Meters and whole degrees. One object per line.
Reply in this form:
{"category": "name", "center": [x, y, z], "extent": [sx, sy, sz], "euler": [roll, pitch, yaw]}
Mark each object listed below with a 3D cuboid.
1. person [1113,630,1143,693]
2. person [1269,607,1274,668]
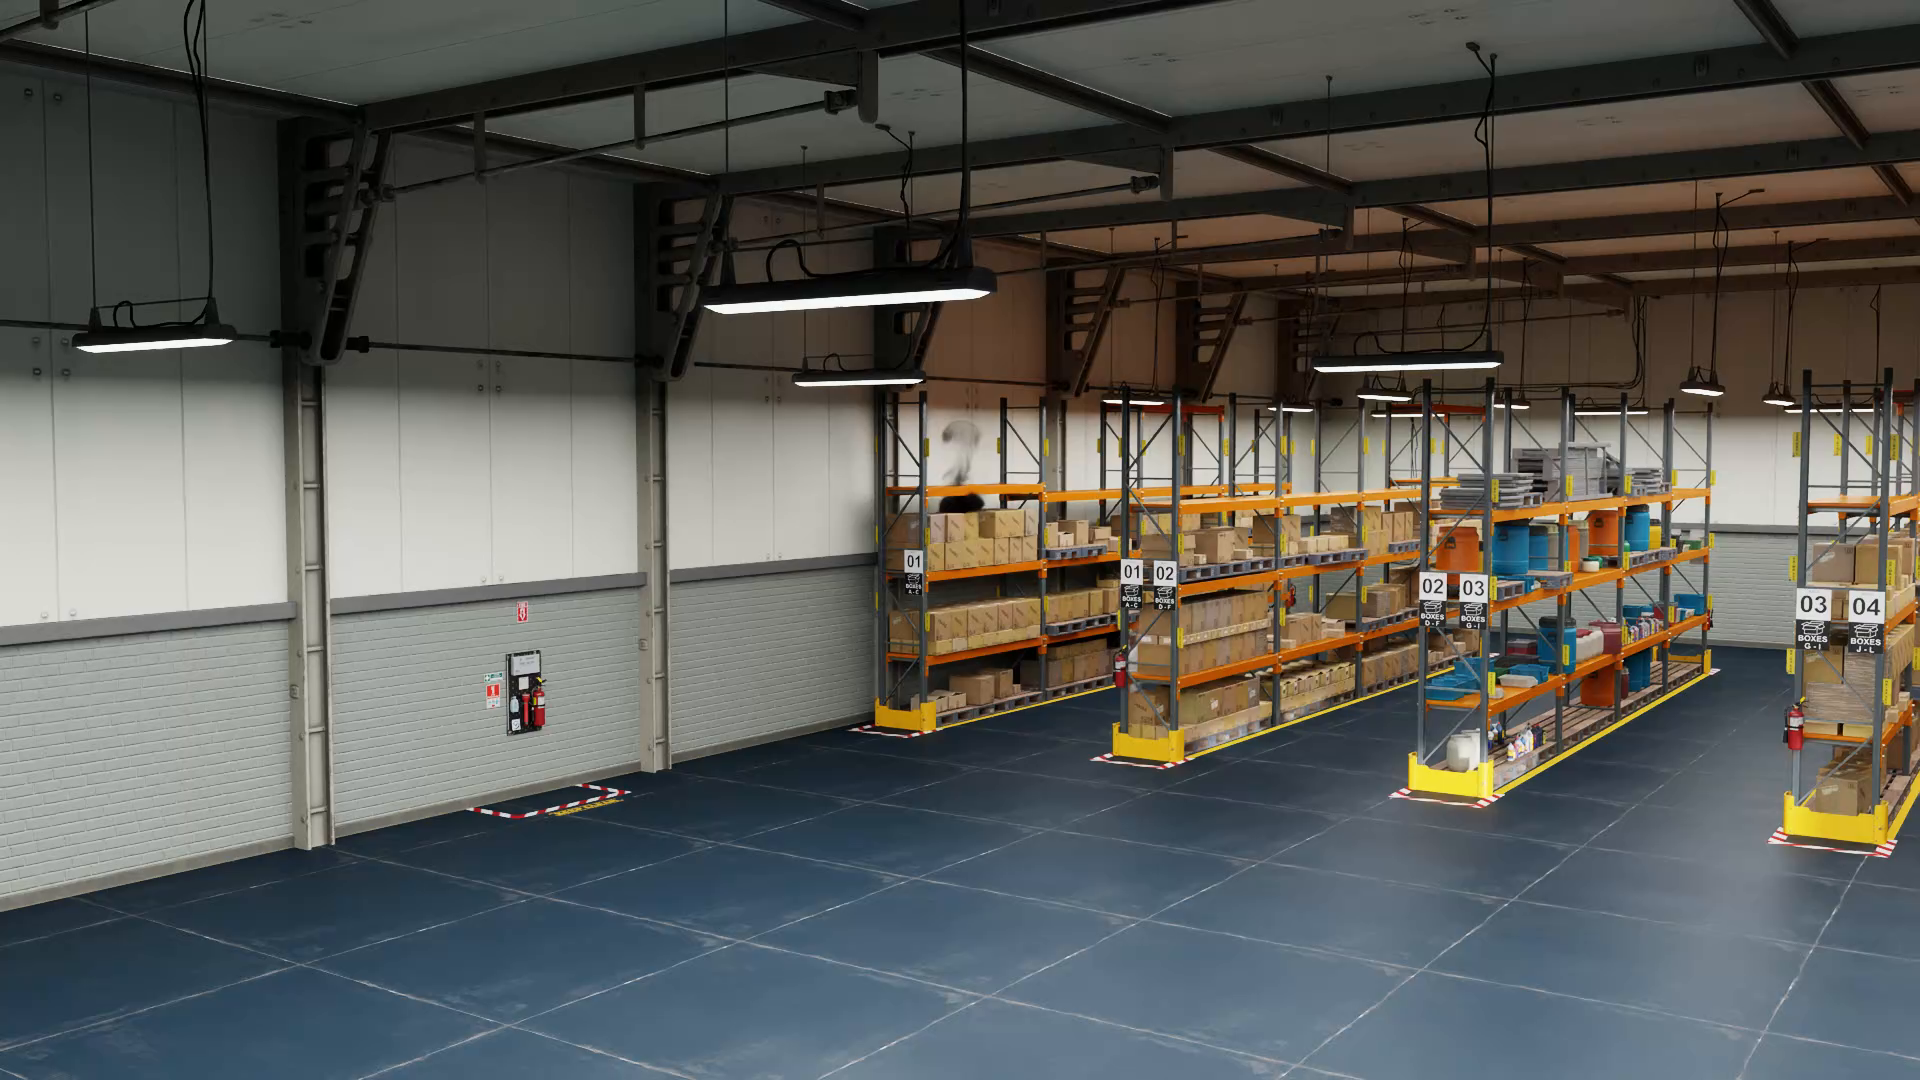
{"category": "person", "center": [3.130, 2.470, 29.887], "extent": [0.651, 1.760, 0.869], "euler": [2, 4, 30]}
{"category": "person", "center": [6.722, 2.208, 35.407], "extent": [0.561, 1.587, 0.830], "euler": [2, 4, 35]}
